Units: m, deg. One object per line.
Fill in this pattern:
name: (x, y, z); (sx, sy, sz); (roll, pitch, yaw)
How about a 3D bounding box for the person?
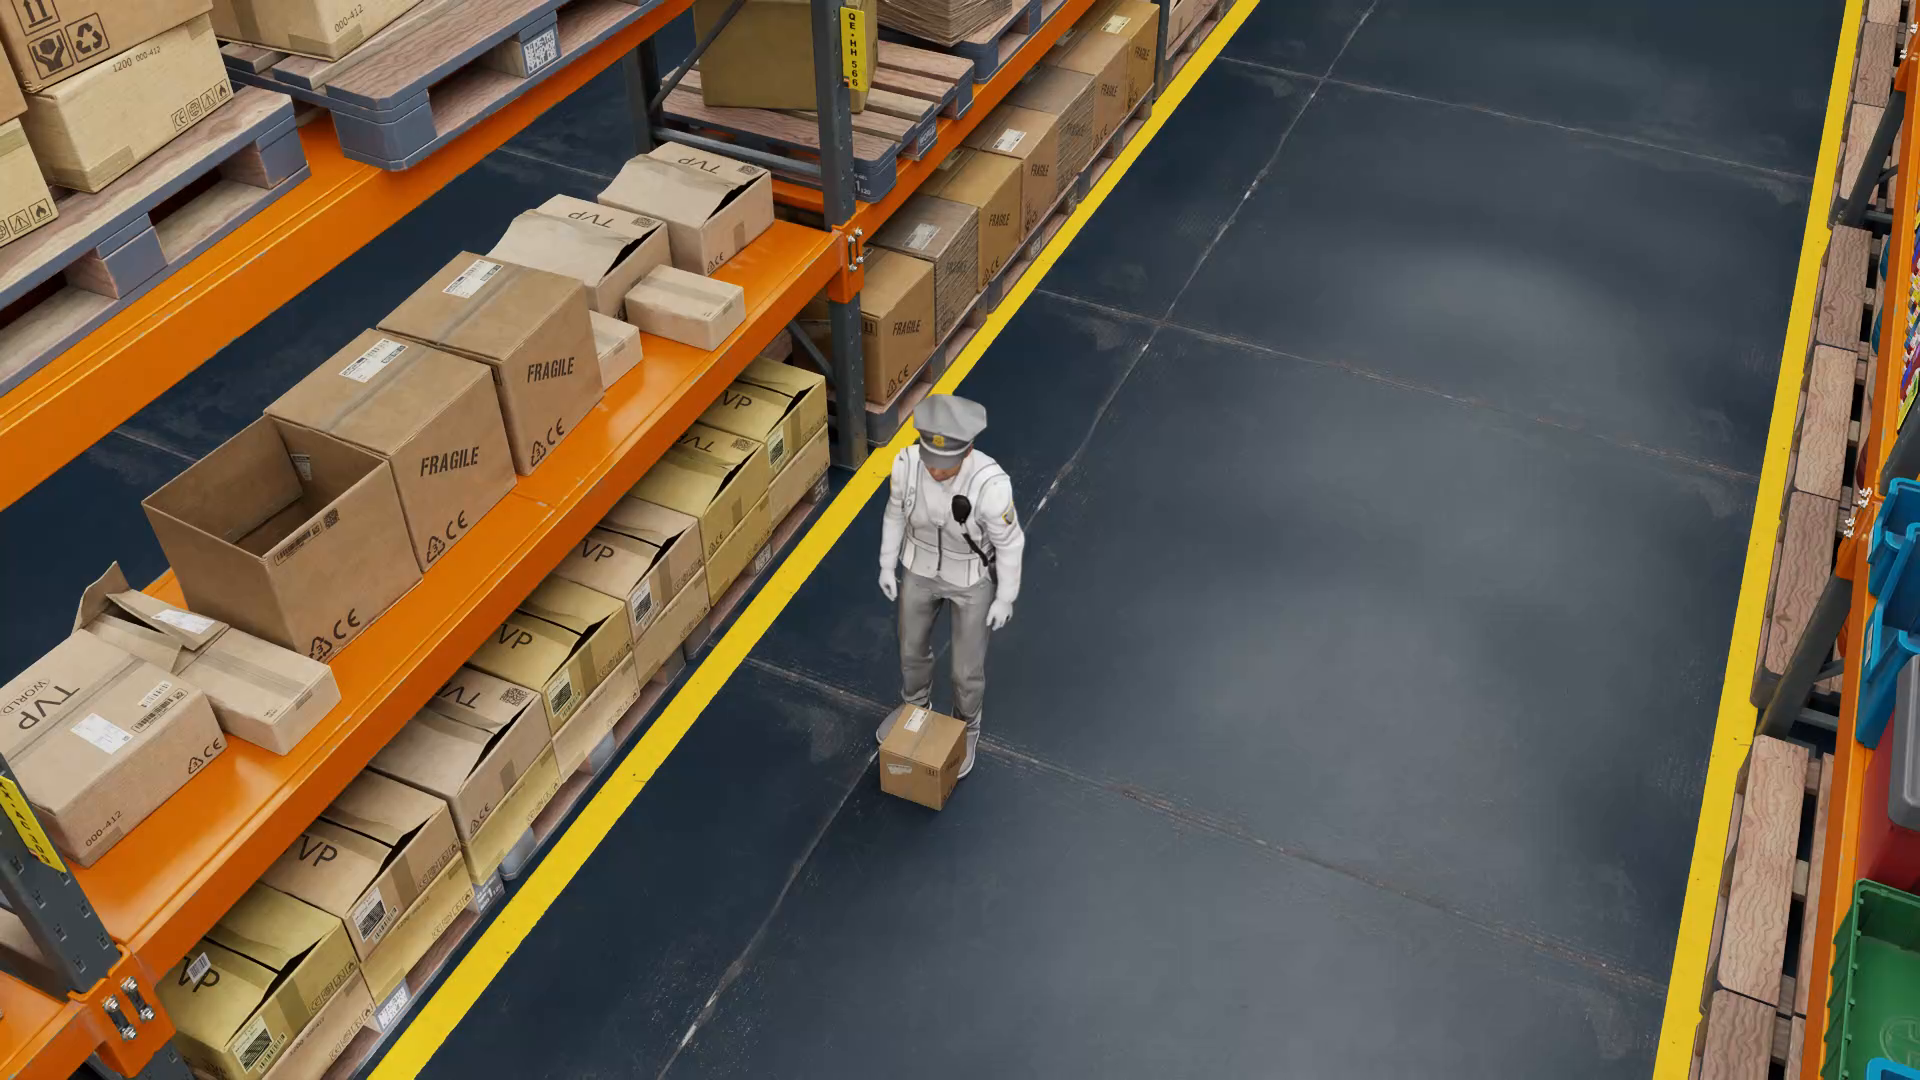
person: (-0.047, 0.161, 5.981); (0.532, 1.662, 0.418); (15, 44, 16)
